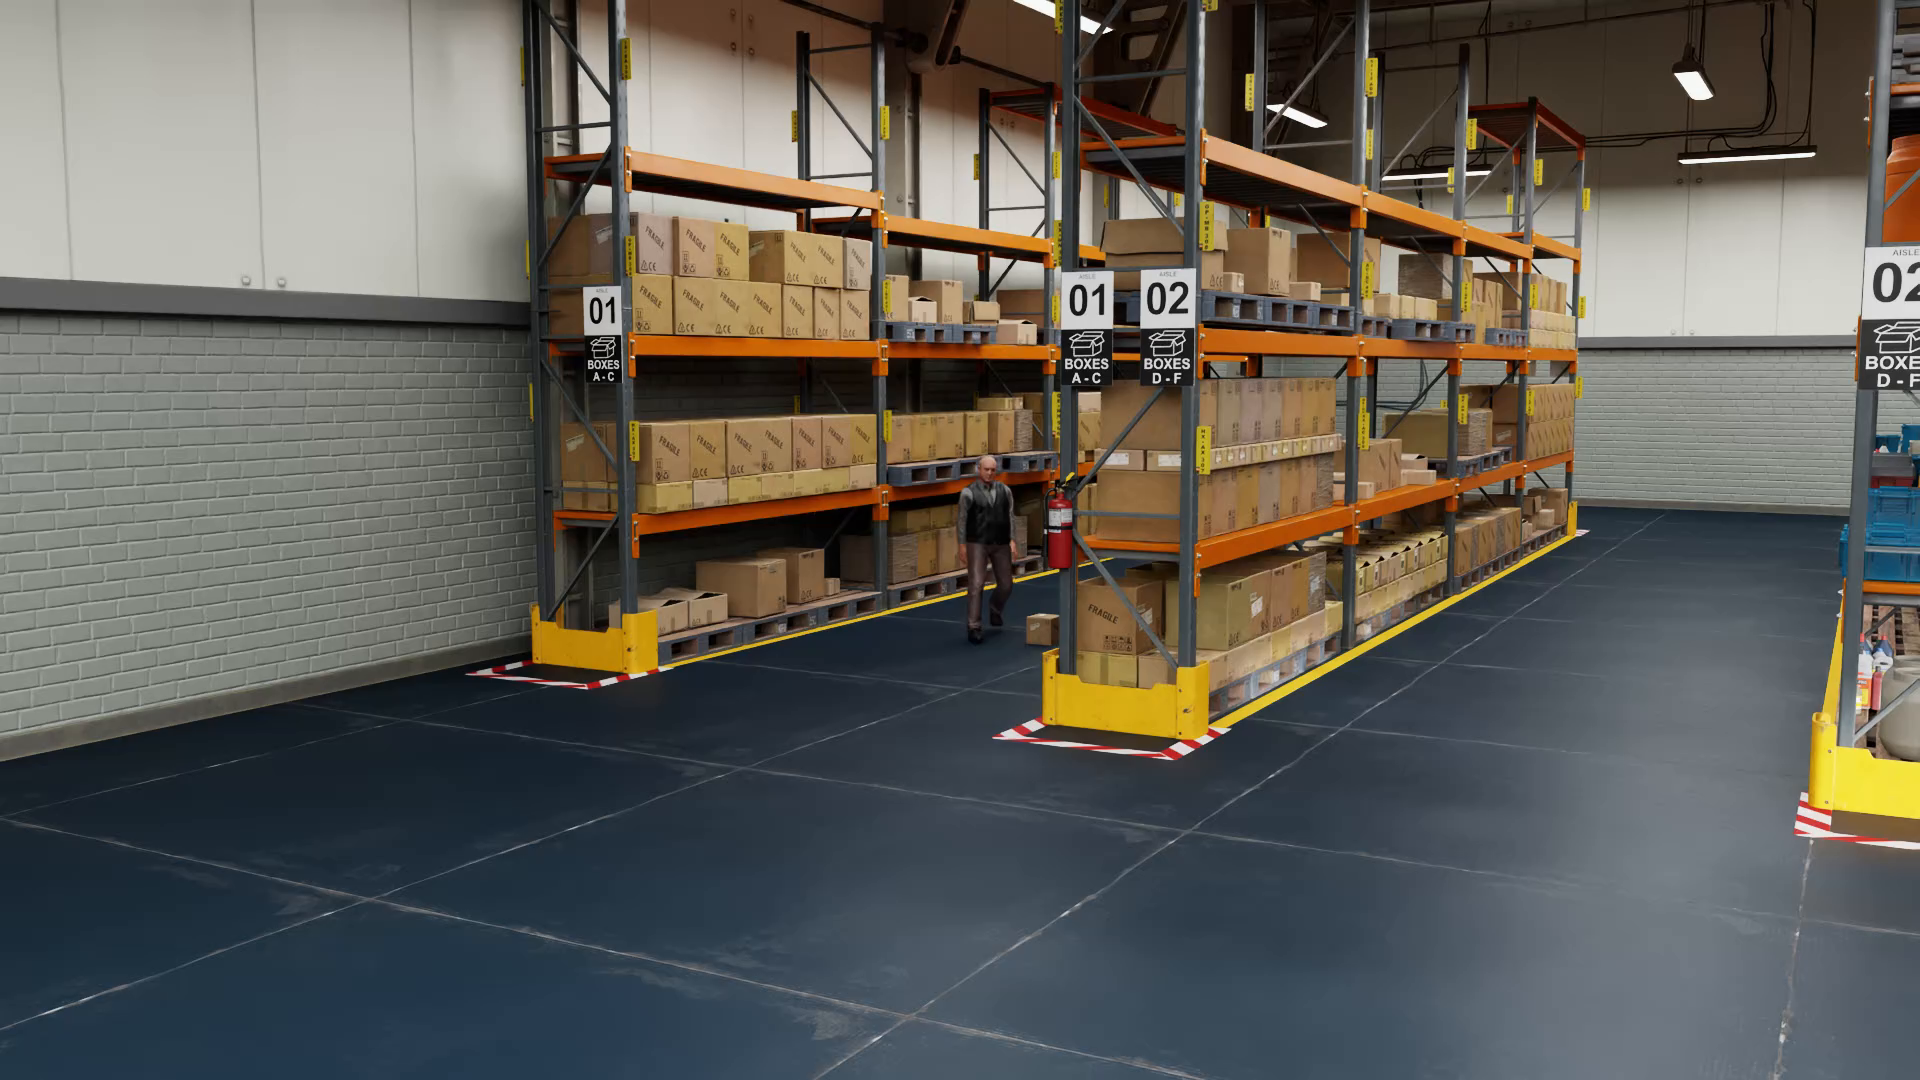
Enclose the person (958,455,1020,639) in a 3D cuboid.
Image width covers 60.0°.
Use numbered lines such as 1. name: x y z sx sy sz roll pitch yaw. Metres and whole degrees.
1. person: 0.284 0.049 15.734 0.573 1.706 0.700 -2 6 -16
